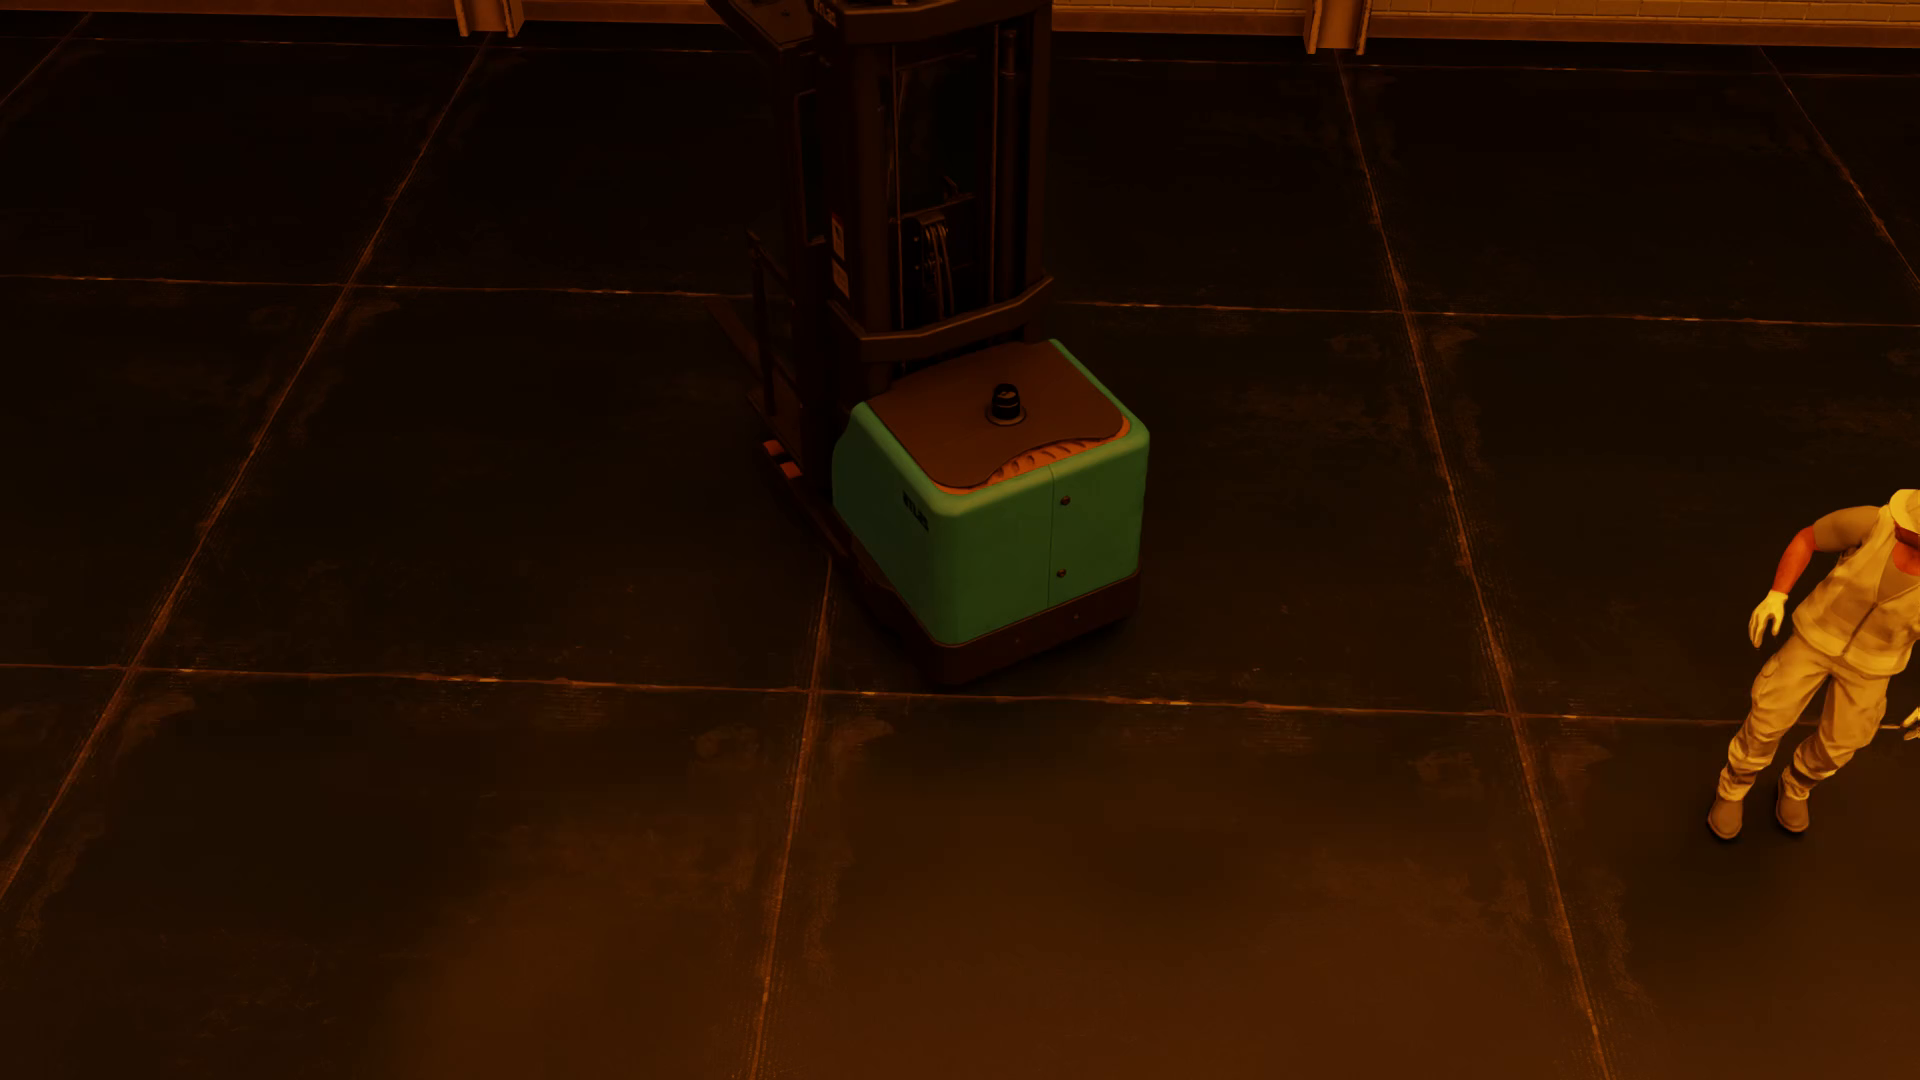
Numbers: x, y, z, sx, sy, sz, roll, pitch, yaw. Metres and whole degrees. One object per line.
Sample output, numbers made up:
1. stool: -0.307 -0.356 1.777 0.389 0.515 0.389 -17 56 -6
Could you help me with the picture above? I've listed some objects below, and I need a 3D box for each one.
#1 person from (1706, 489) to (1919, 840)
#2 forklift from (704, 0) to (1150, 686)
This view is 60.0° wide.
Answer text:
1. person: 3.270 0.465 6.108 0.745 1.754 0.506 24 48 24
2. forklift: -0.357 -1.442 7.322 1.130 2.935 3.031 -21 46 -21
